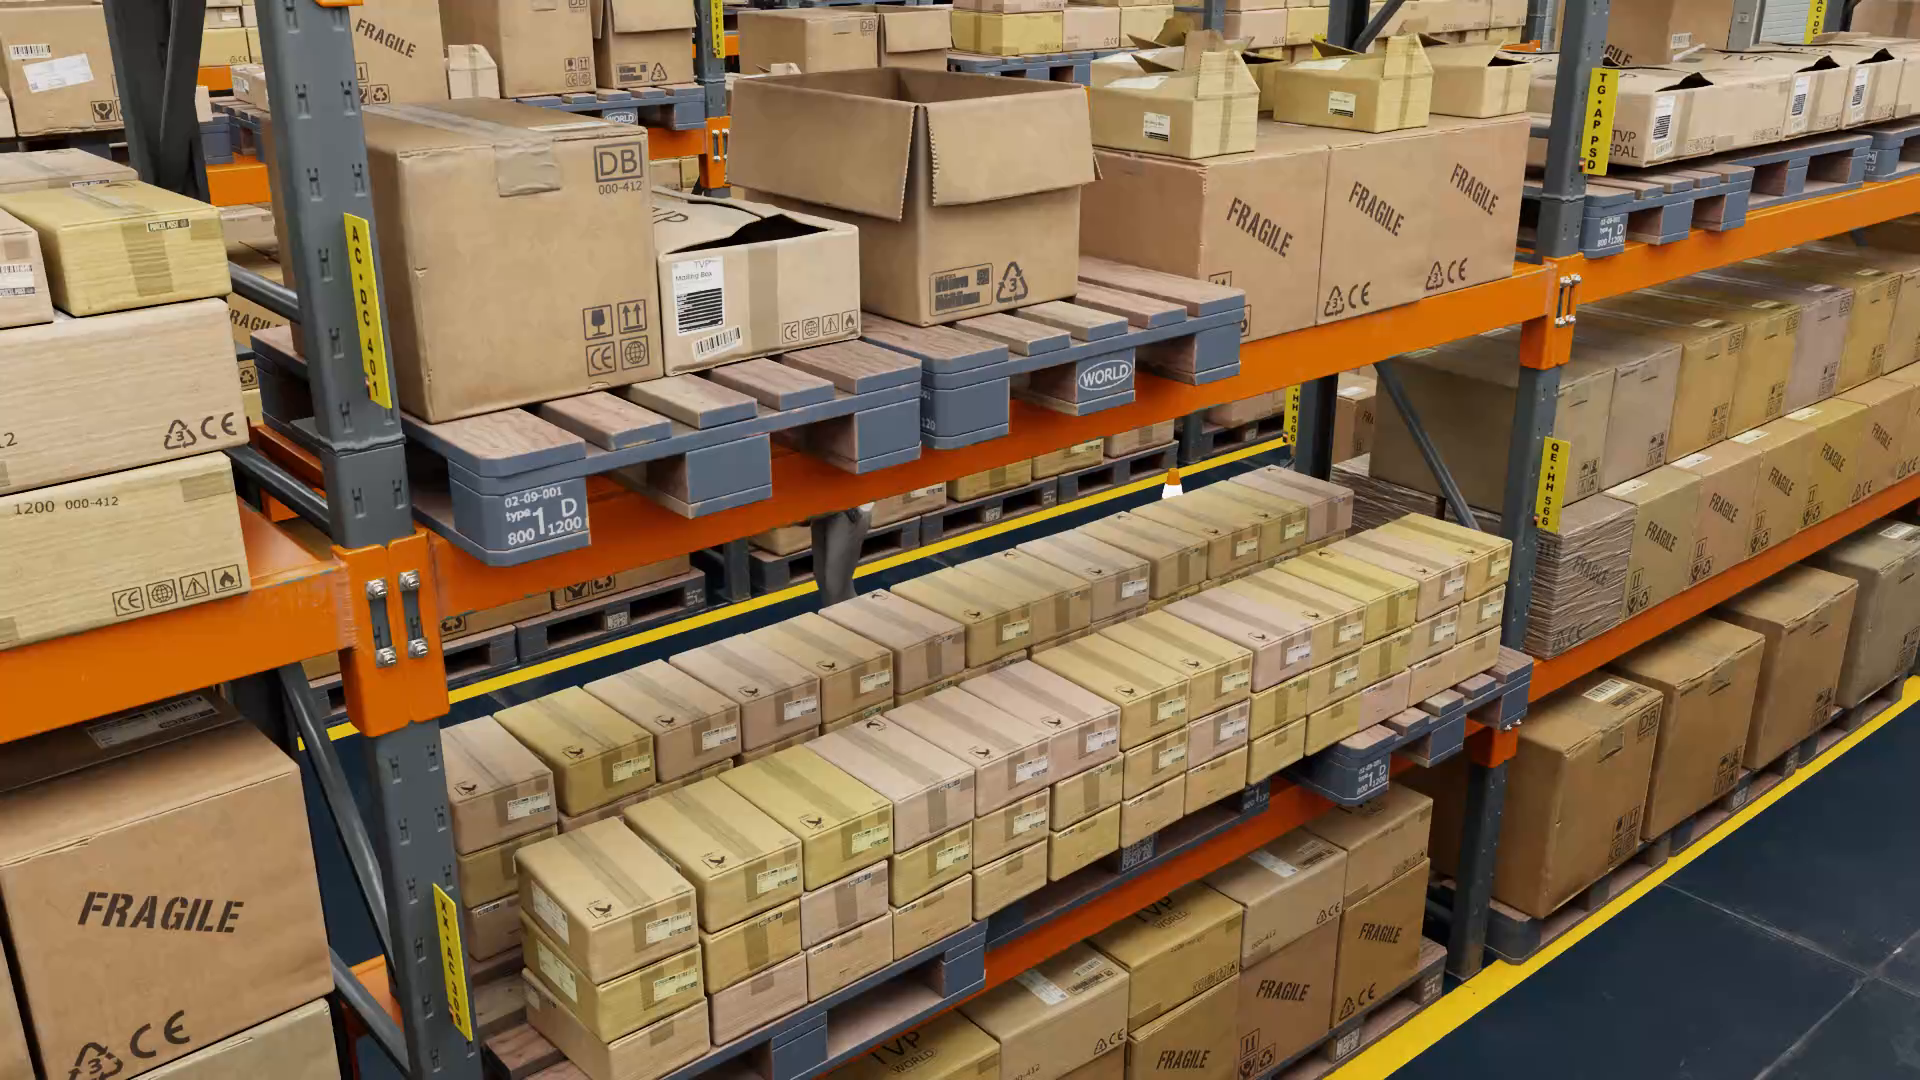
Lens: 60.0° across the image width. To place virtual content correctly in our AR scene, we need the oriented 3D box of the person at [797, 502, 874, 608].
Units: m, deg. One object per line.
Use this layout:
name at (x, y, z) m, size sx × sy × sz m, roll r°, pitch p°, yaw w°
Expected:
person at (-0.717, -0.130, 8.887) m, size 0.518 × 1.690 × 0.451 m, roll -11°, pitch 24°, yaw -26°
